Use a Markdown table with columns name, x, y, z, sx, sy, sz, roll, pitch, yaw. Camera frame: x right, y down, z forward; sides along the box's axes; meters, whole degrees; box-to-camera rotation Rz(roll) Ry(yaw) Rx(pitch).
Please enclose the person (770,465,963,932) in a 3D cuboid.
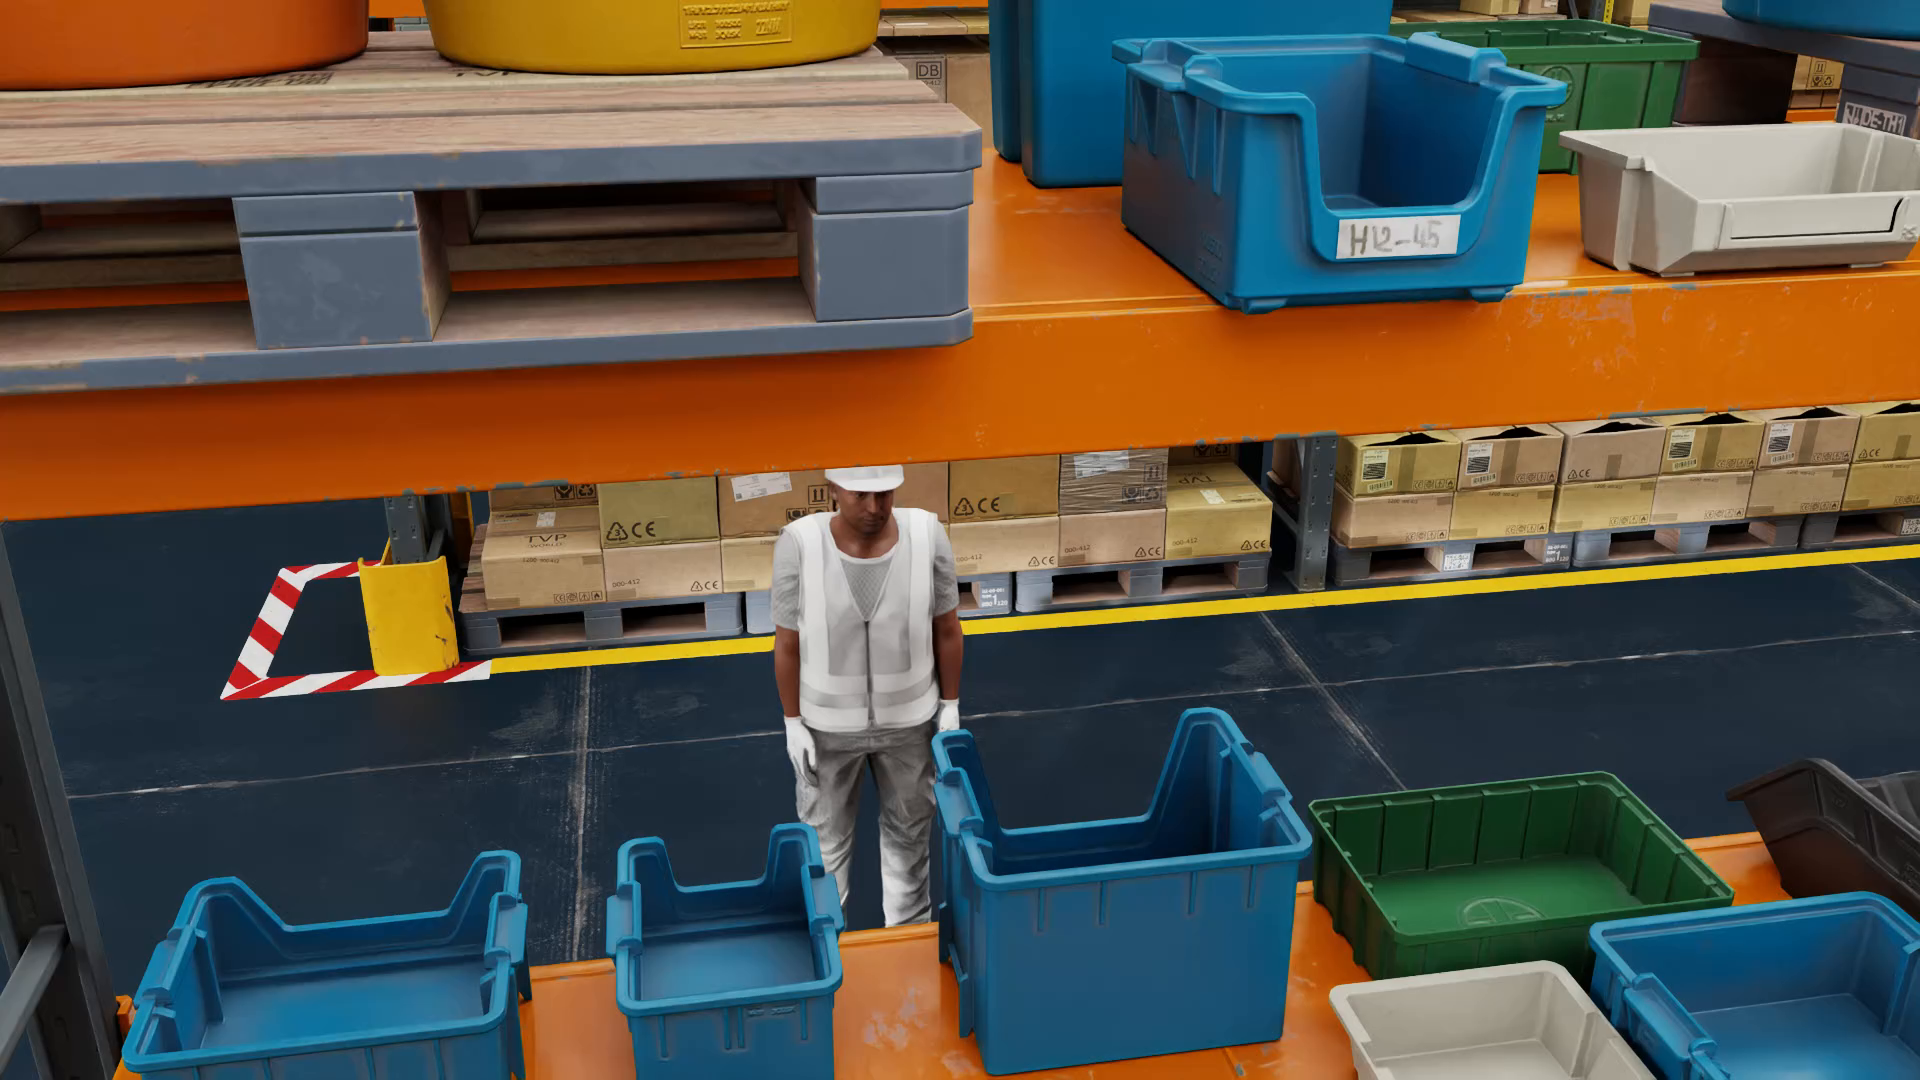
| name | x | y | z | sx | sy | sz | roll | pitch | yaw |
| --- | --- | --- | --- | --- | --- | --- | --- | --- | --- |
| person | -0.260 | 0.519 | 4.851 | 0.550 | 1.787 | 0.390 | -4 | 23 | -9 |
